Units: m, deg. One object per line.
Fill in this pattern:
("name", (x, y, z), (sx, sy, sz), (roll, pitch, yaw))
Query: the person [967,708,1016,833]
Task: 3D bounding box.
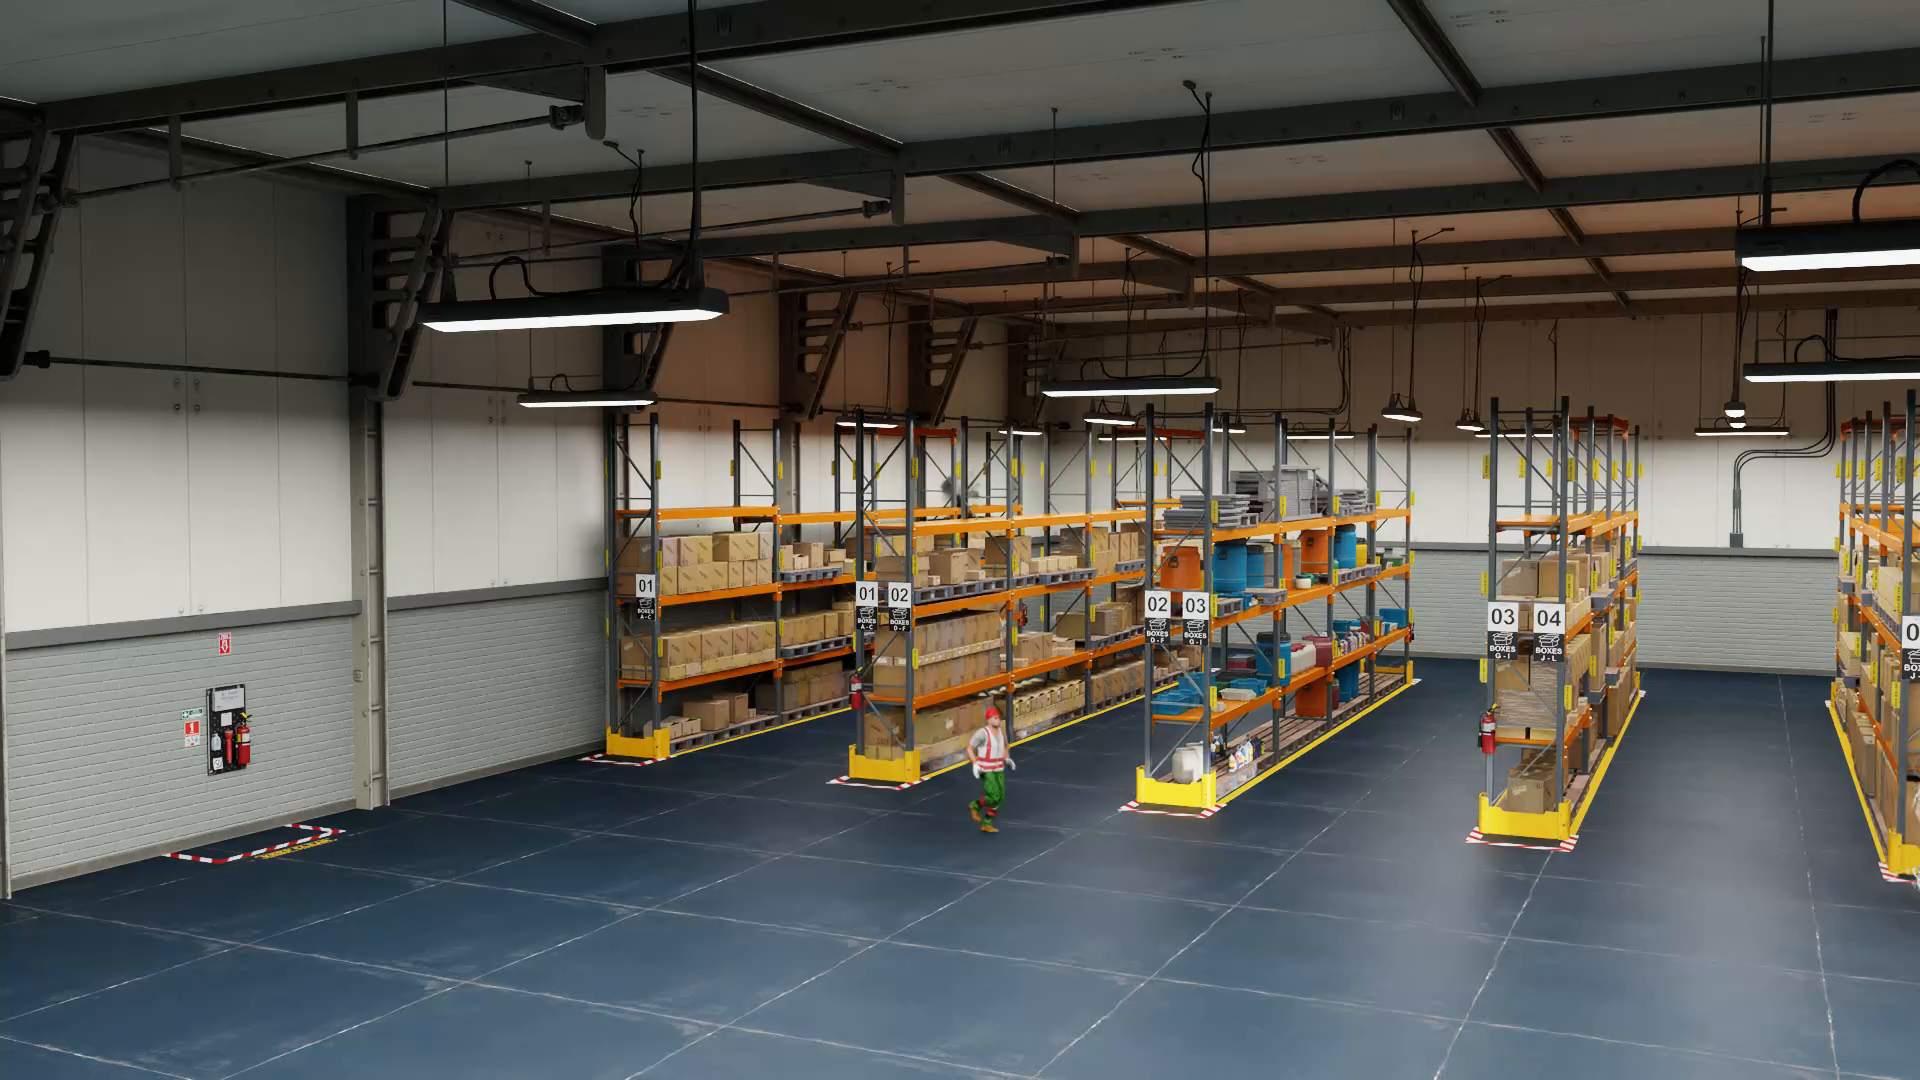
("person", (0.432, 3.172, 22.918), (0.659, 1.731, 0.635), (-2, 3, -41))
